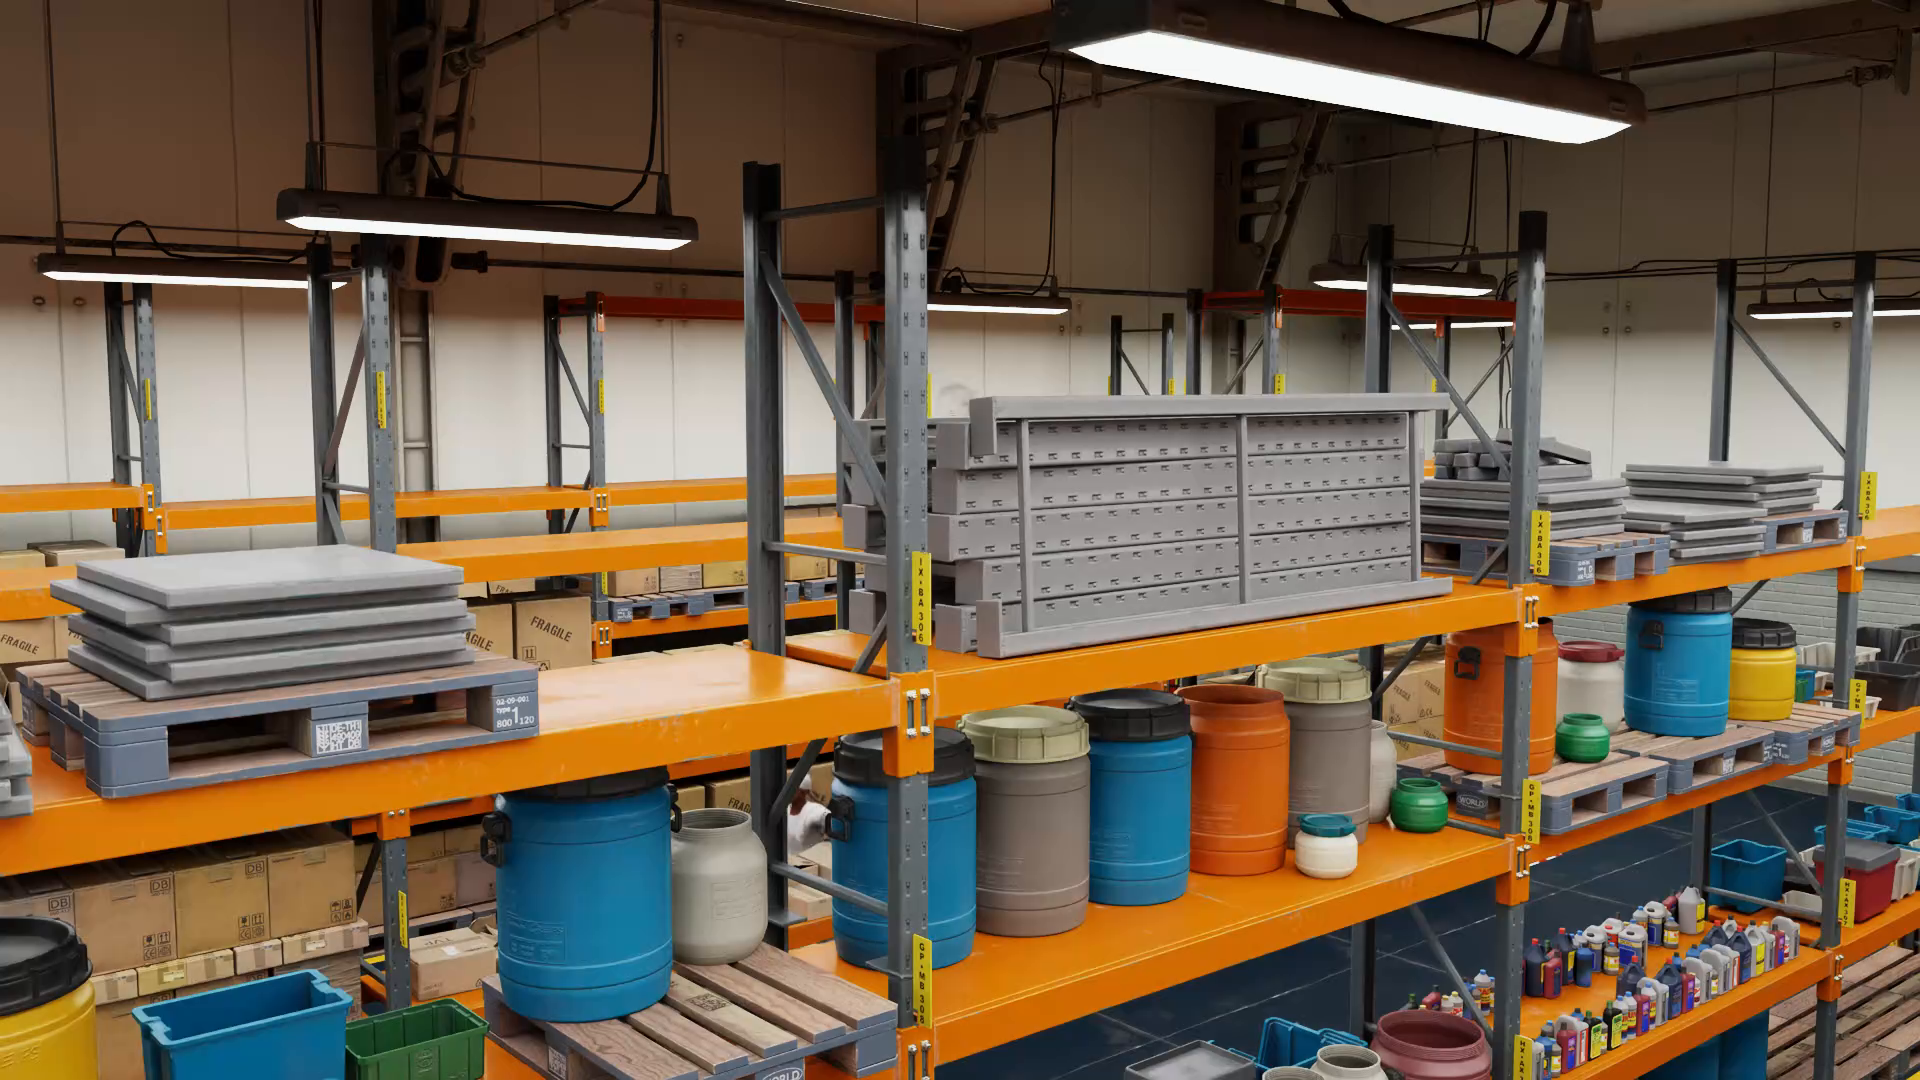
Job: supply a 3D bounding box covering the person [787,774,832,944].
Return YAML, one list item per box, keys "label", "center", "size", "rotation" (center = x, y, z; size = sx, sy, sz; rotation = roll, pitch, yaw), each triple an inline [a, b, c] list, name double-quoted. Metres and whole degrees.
- label: "person"
  center: [-1.390, 2.915, 14.452]
  size: [0.729, 1.822, 0.721]
  rotation: [-4, 7, -37]
